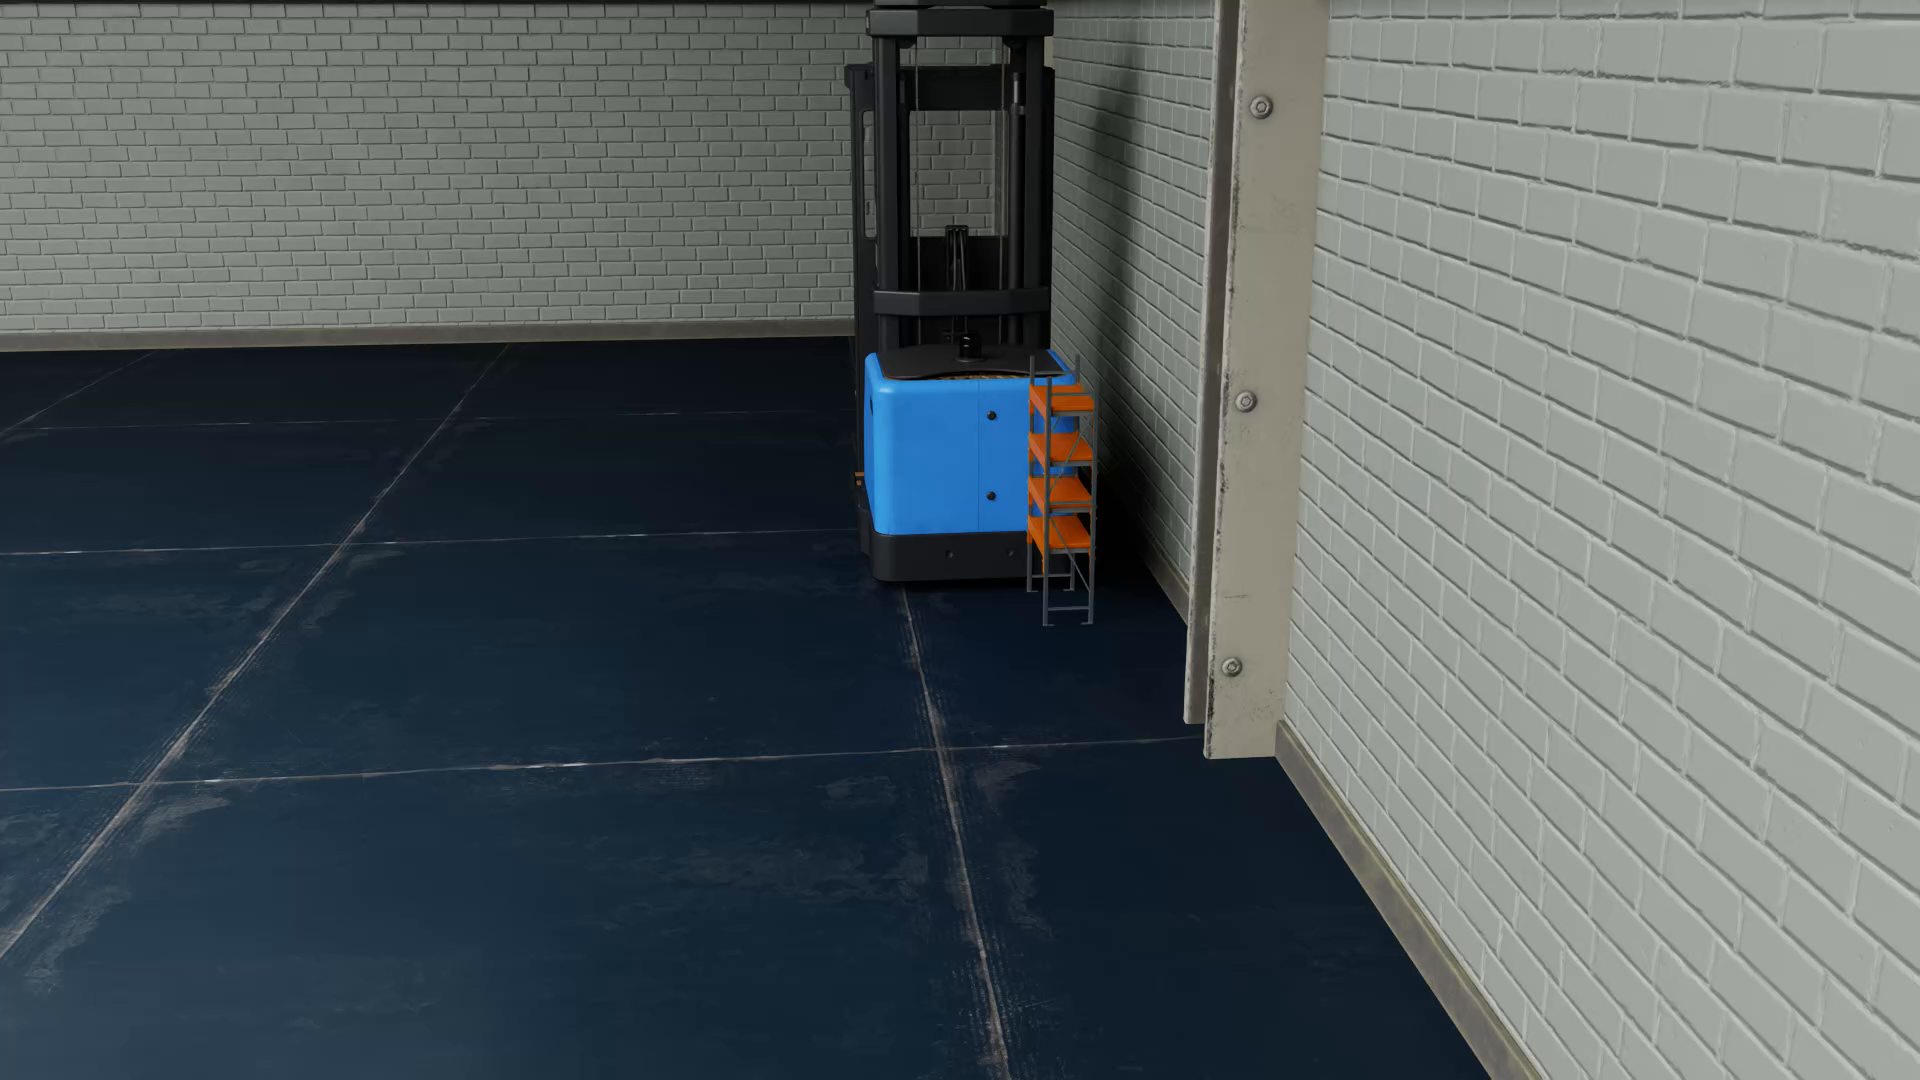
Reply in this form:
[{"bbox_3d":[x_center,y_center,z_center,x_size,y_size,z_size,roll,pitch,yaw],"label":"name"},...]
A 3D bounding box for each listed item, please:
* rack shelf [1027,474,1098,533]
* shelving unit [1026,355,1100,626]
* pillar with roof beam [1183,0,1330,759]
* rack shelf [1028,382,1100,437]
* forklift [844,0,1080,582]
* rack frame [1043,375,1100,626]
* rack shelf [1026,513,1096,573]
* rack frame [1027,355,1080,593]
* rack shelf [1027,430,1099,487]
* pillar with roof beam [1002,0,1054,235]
[{"bbox_3d":[0.485,-0.178,7.966,0.258,0.148,0.480,-2,18,-6],"label":"rack shelf"},{"bbox_3d":[0.485,-0.242,7.946,0.258,1.200,0.503,-2,18,-6],"label":"shelving unit"},{"bbox_3d":[-3.190,-3.373,4.896,9.100,9.000,0.400,-2,18,-6],"label":"pillar with roof beam"},{"bbox_3d":[0.485,-0.617,7.828,0.258,0.148,0.480,-2,18,-6],"label":"rack shelf"},{"bbox_3d":[-0.068,-1.586,9.336,1.130,2.935,3.031,-2,18,-6],"label":"forklift"},{"bbox_3d":[0.513,-0.170,7.714,0.240,1.200,0.015,-2,18,-6],"label":"rack frame"},{"bbox_3d":[0.485,0.011,8.025,0.258,0.148,0.480,-2,18,-6],"label":"rack shelf"},{"bbox_3d":[0.457,-0.315,8.177,0.240,1.200,0.015,-2,18,-6],"label":"rack frame"},{"bbox_3d":[0.485,-0.392,7.899,0.258,0.148,0.480,-2,18,-6],"label":"rack shelf"},{"bbox_3d":[-3.809,-5.160,10.590,9.100,9.000,0.400,-2,18,-6],"label":"pillar with roof beam"}]
